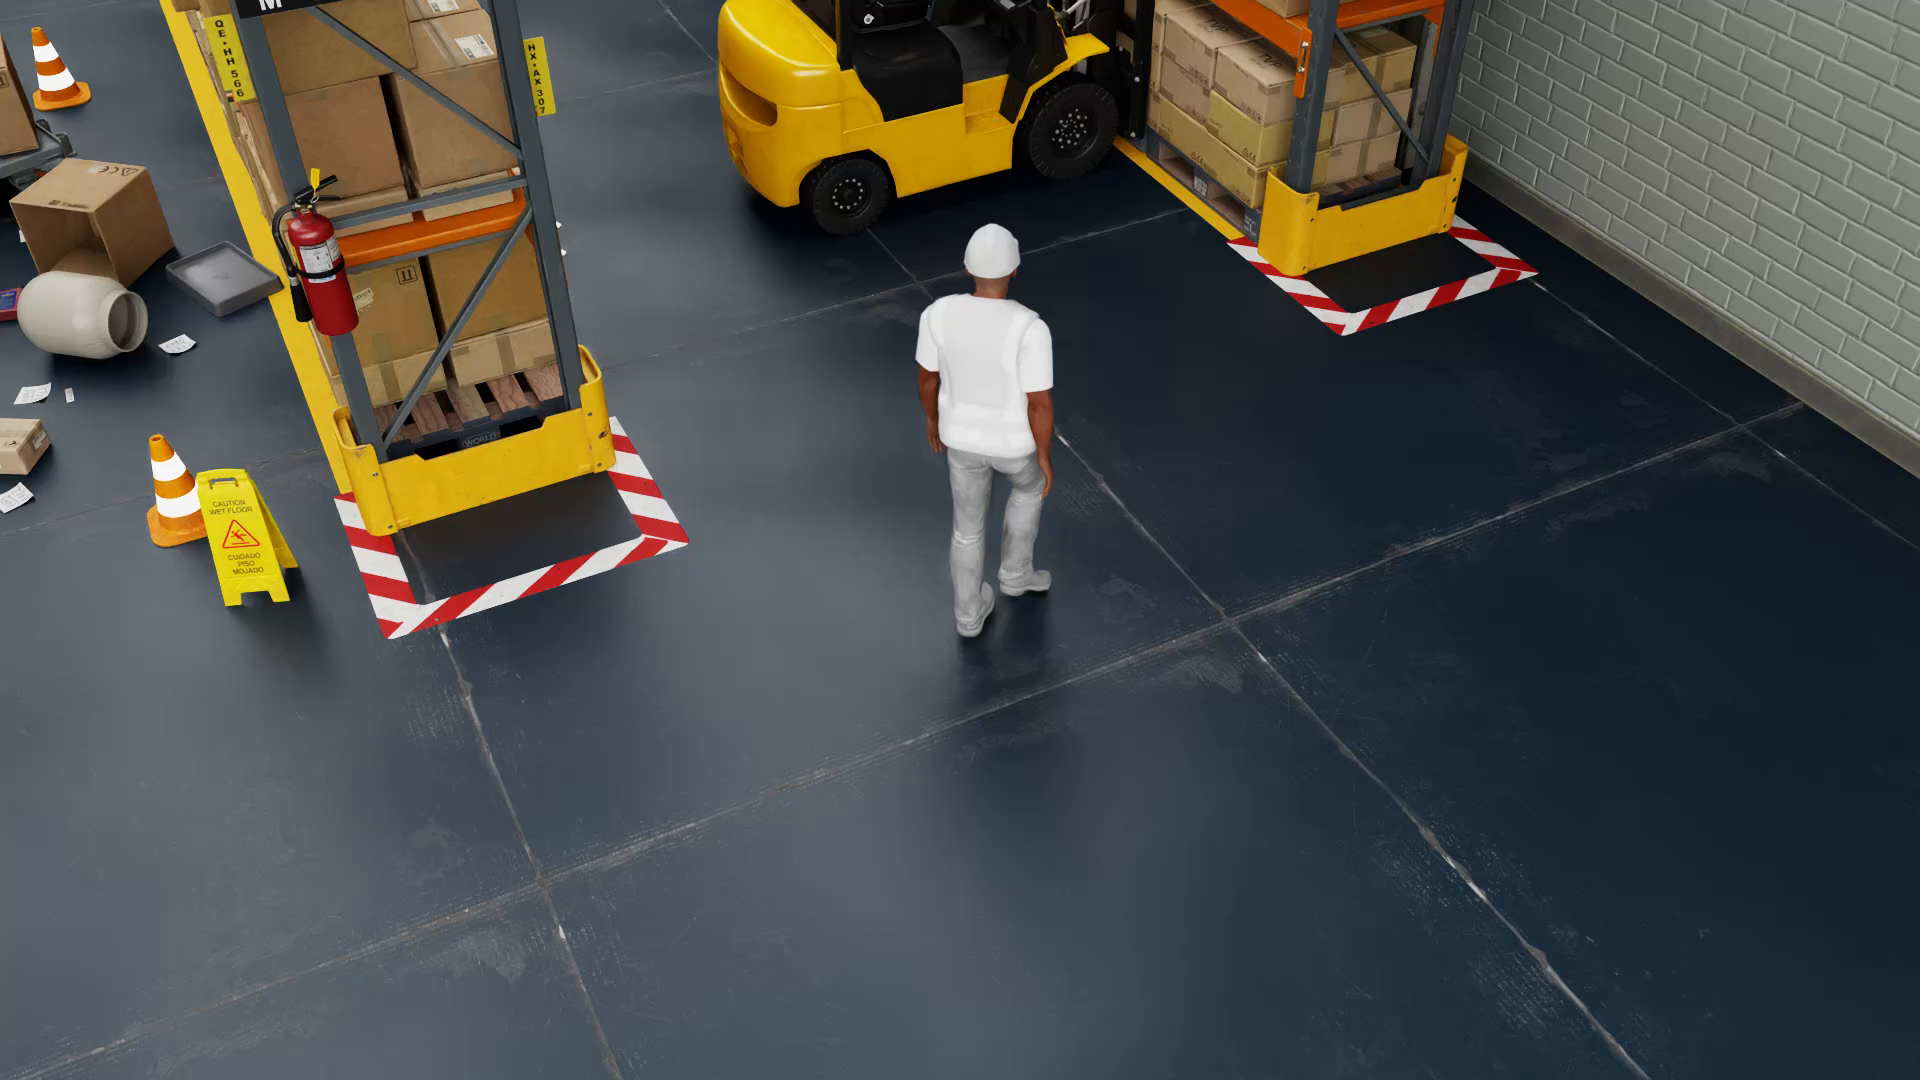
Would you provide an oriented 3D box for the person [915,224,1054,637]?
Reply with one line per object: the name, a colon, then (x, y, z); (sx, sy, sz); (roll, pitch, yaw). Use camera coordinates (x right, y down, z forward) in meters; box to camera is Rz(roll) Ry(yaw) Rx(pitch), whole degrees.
person: (0.105, -0.392, 6.598); (0.606, 1.783, 0.564); (11, 42, 12)
